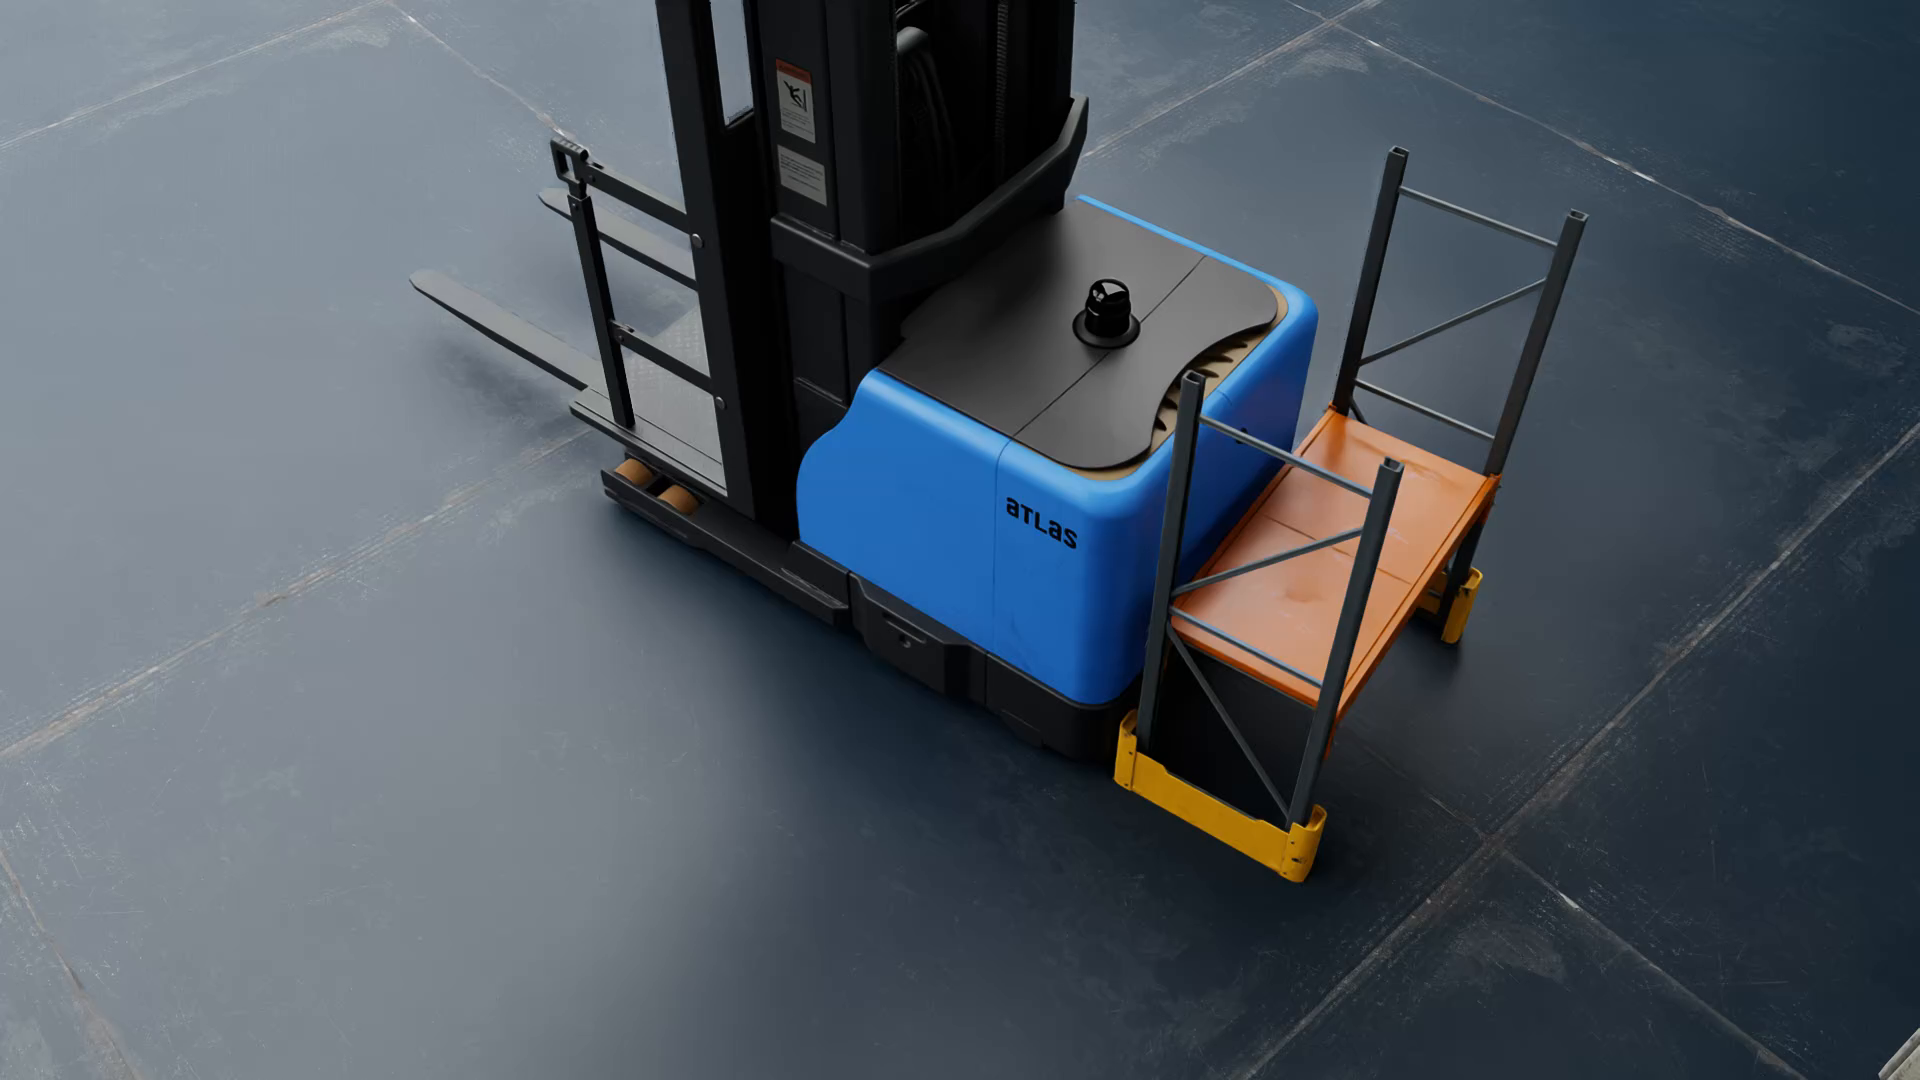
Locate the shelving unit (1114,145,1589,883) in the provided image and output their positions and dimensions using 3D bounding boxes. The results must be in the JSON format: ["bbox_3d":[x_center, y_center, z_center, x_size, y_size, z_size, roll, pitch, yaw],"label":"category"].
[{"bbox_3d":[0.971,-0.041,4.267,0.587,1.500,1.083,27,53,23],"label":"shelving unit"}]

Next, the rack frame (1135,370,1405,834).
[{"bbox_3d":[0.684,0.259,3.990,0.500,1.500,0.032,27,53,23],"label":"rack frame"}]

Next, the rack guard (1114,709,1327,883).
[{"bbox_3d":[0.685,0.682,4.450,0.587,0.250,0.087,27,53,23],"label":"rack guard"}]

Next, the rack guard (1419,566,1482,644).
[{"bbox_3d":[1.257,0.083,5.003,0.587,0.250,0.087,27,53,23],"label":"rack guard"}]

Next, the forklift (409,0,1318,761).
[{"bbox_3d":[-0.516,-1.281,4.438,3.031,2.935,1.130,29,54,24],"label":"forklift"}]

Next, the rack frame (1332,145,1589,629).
[{"bbox_3d":[1.268,-0.352,4.555,0.500,1.500,0.032,27,53,23],"label":"rack frame"}]

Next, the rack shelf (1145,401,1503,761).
[{"bbox_3d":[0.976,0.075,4.405,0.538,0.185,1.000,27,53,23],"label":"rack shelf"}]
